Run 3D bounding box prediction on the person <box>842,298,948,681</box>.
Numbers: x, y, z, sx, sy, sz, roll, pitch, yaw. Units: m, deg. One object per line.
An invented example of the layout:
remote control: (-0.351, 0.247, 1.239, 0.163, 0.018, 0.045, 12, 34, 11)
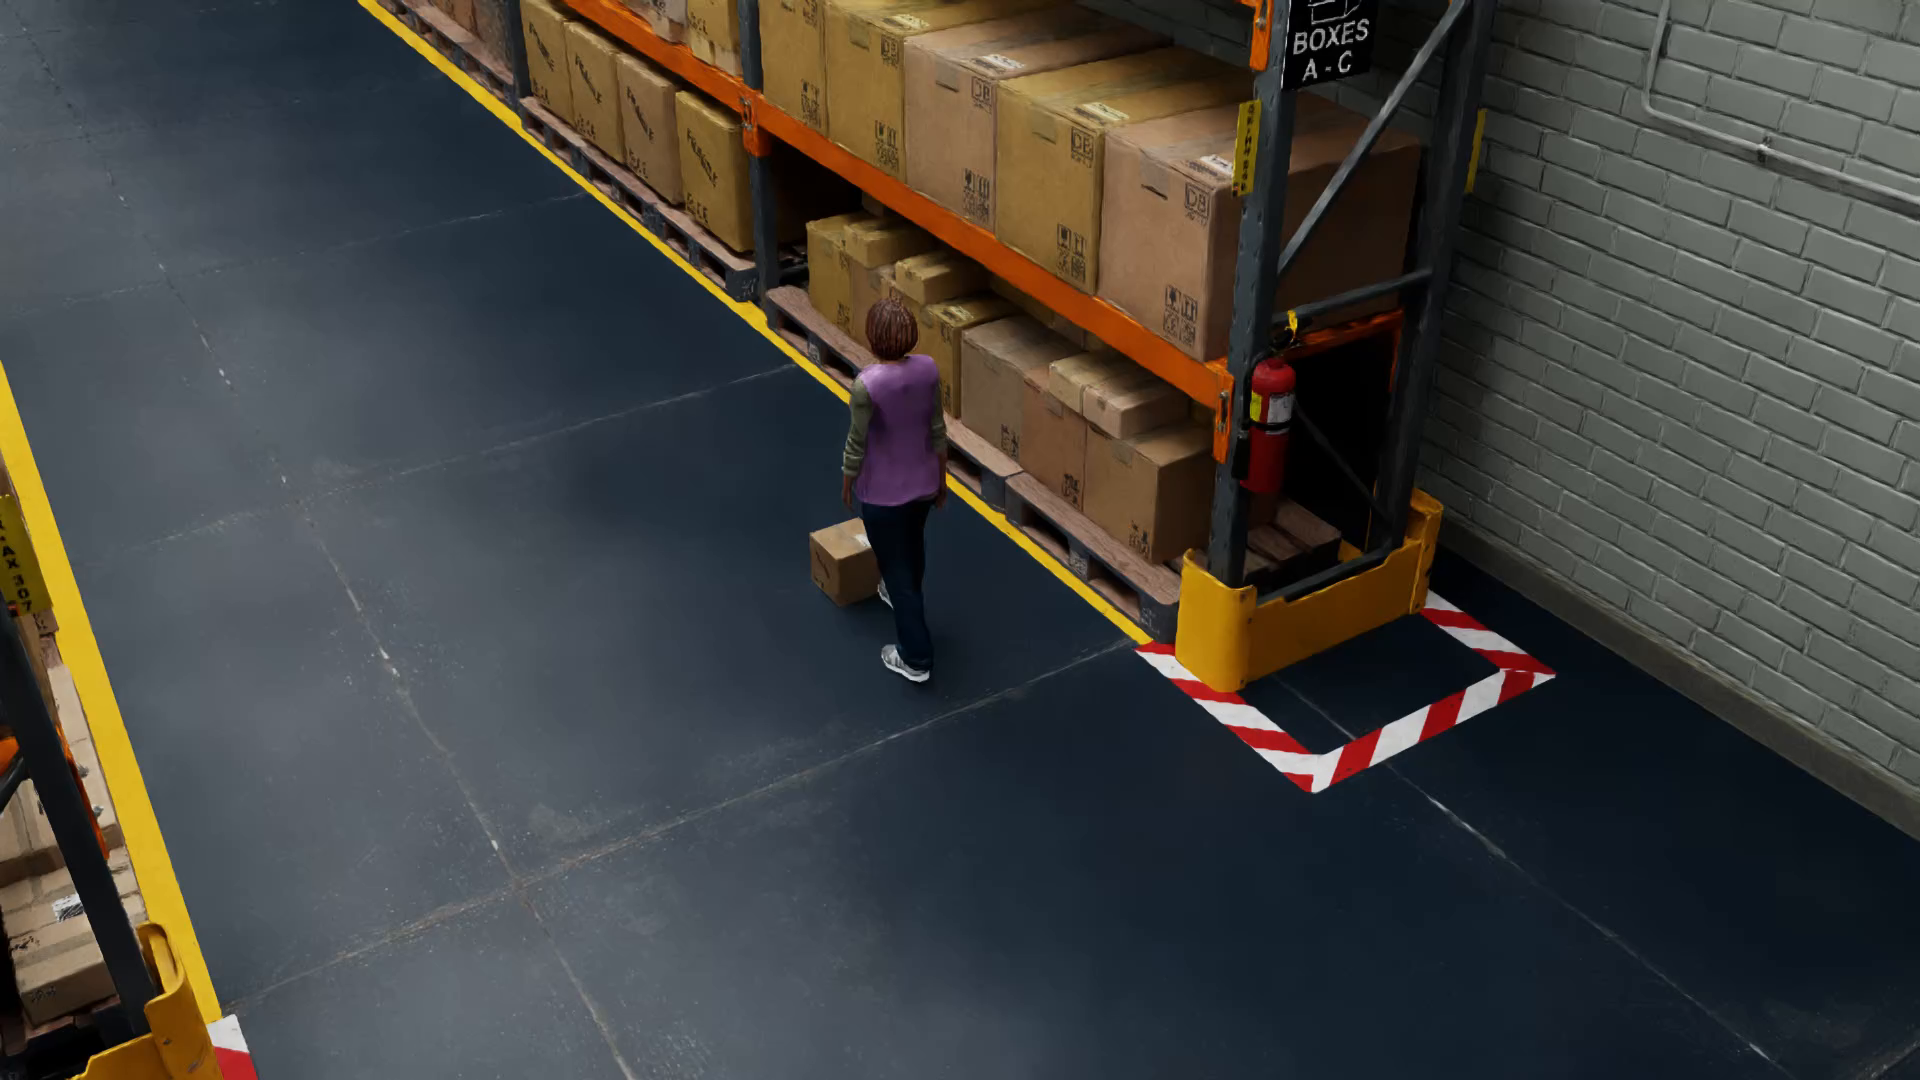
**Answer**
person: (-0.284, -0.239, 6.505, 0.429, 1.587, 0.635, -22, 39, -30)
